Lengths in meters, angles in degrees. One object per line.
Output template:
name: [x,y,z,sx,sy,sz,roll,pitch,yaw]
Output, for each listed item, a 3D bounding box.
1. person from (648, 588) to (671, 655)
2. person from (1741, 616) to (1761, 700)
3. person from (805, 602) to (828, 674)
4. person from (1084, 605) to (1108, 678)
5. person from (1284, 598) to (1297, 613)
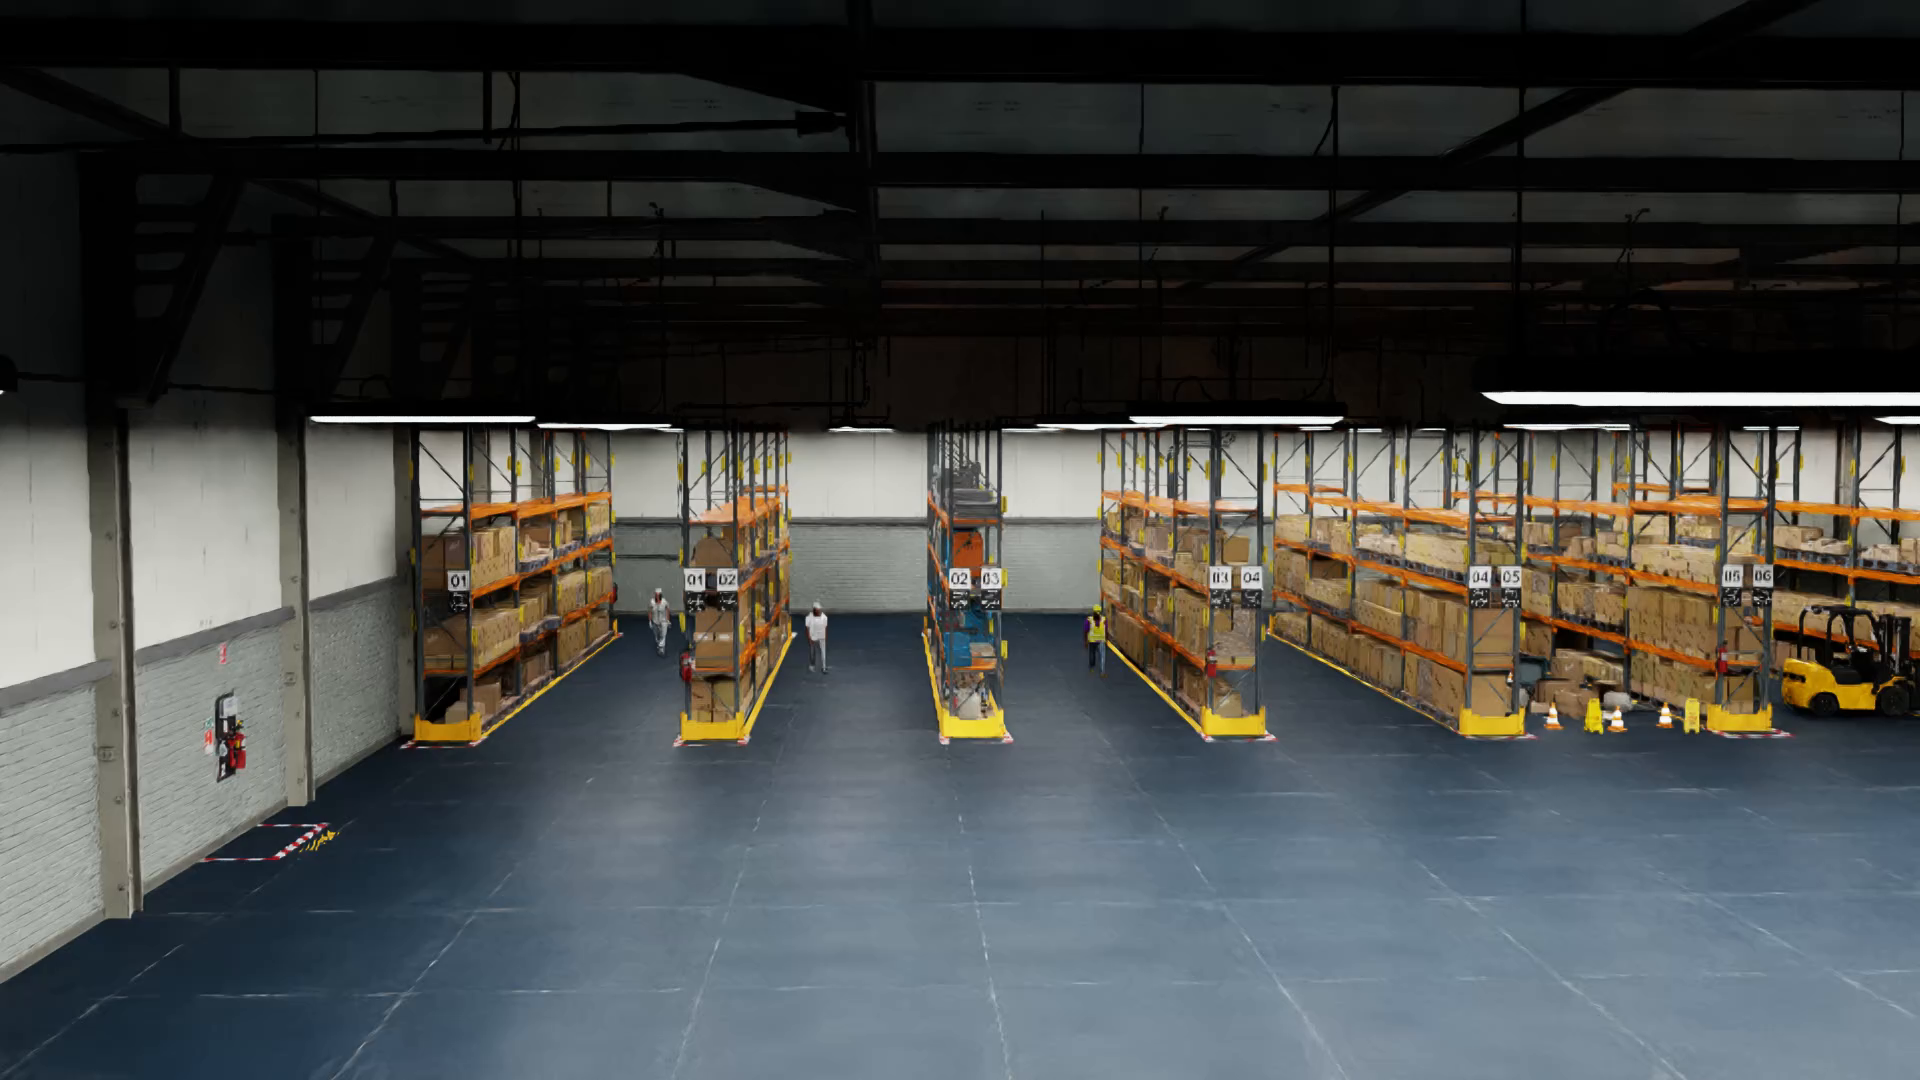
person: [-7.797,2.098,43.047,0.553,1.709,1.123,0,4,0]
person: [16.904,2.524,35.767,0.636,1.772,0.670,2,4,28]
person: [-3.426,2.319,39.699,0.571,1.708,1.033,-1,4,-10]
person: [3.208,2.360,39.163,0.577,1.691,1.121,0,4,0]
person: [10.353,1.528,52.436,0.441,1.659,0.612,-3,5,-37]
